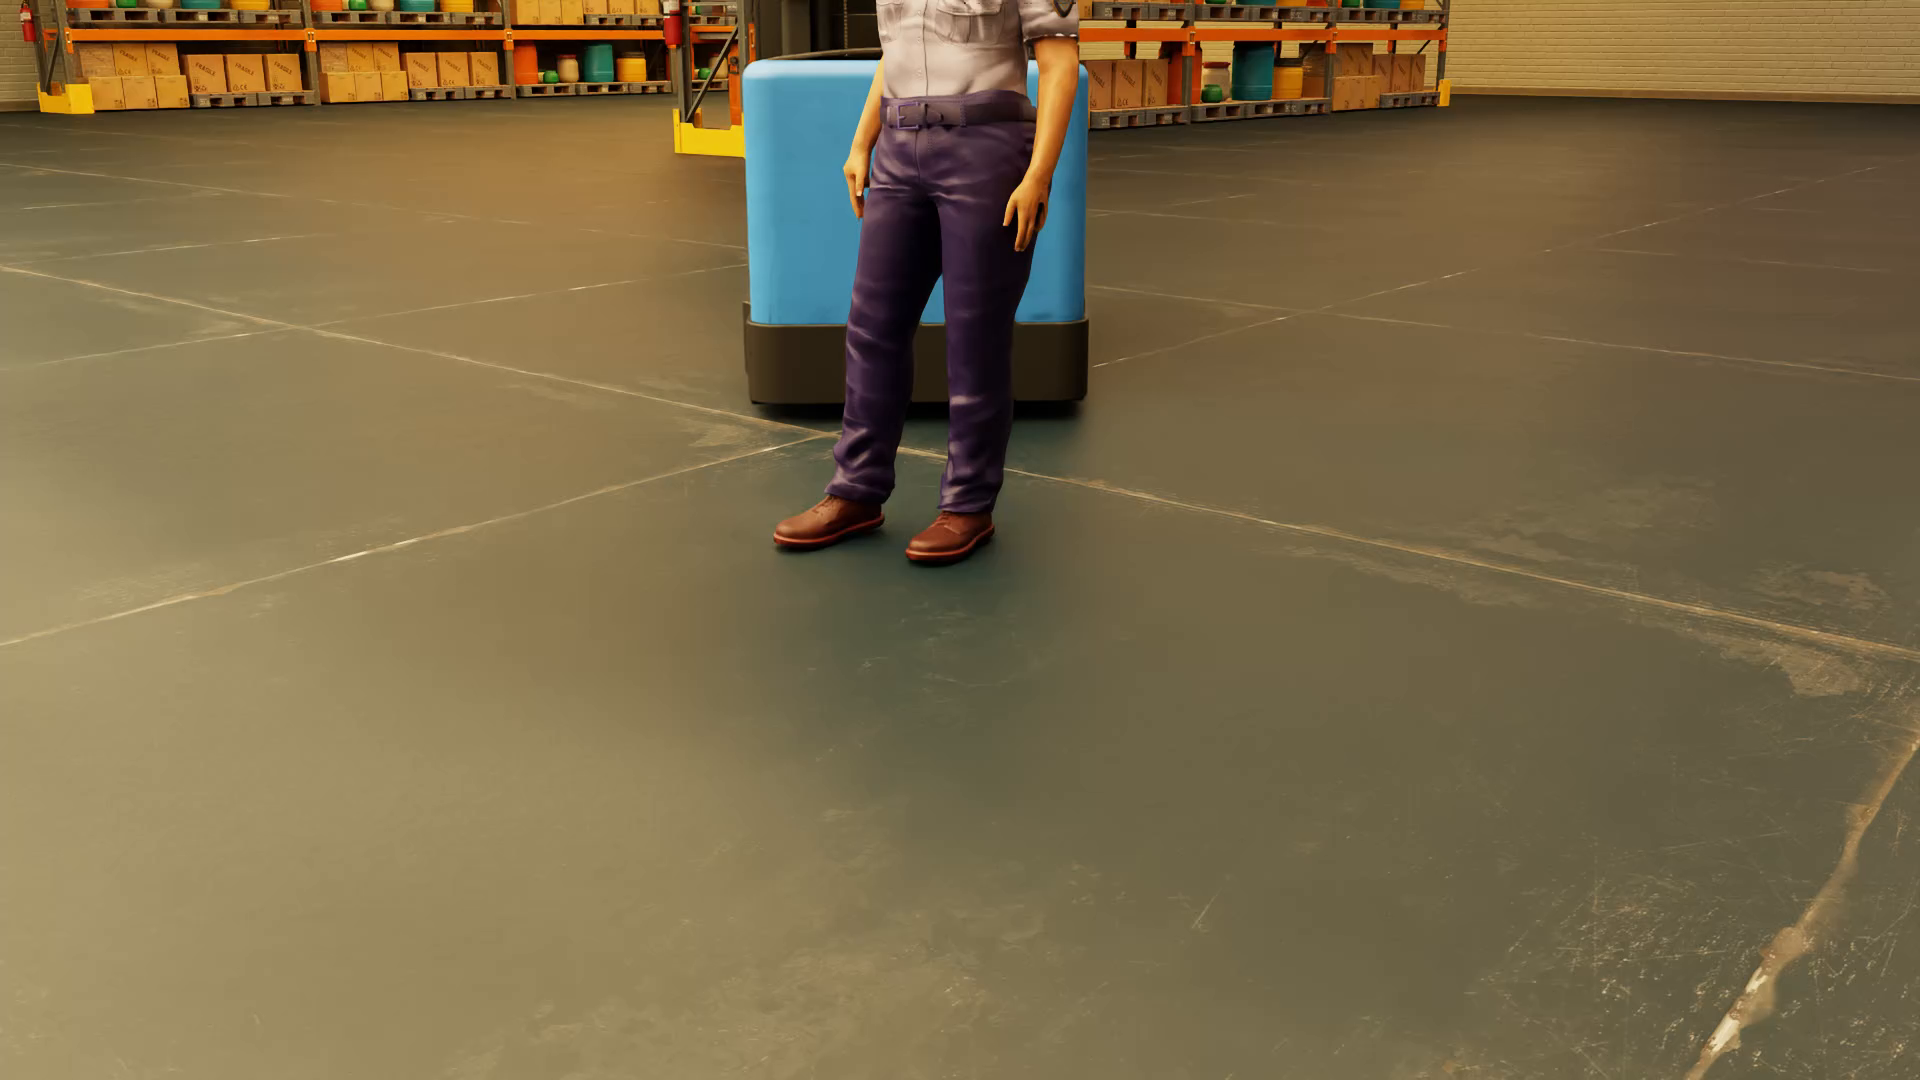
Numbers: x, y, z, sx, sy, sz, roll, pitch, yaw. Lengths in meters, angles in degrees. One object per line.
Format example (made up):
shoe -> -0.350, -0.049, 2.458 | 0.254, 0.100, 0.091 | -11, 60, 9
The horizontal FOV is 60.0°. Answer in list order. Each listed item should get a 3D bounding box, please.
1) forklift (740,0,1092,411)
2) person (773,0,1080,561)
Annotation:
forklift -> -0.201, -2.170, 6.044 | 1.130, 2.935, 3.031 | -1, 17, -3
person -> -0.074, -0.780, 3.648 | 0.599, 1.650, 0.503 | 13, 21, 37
